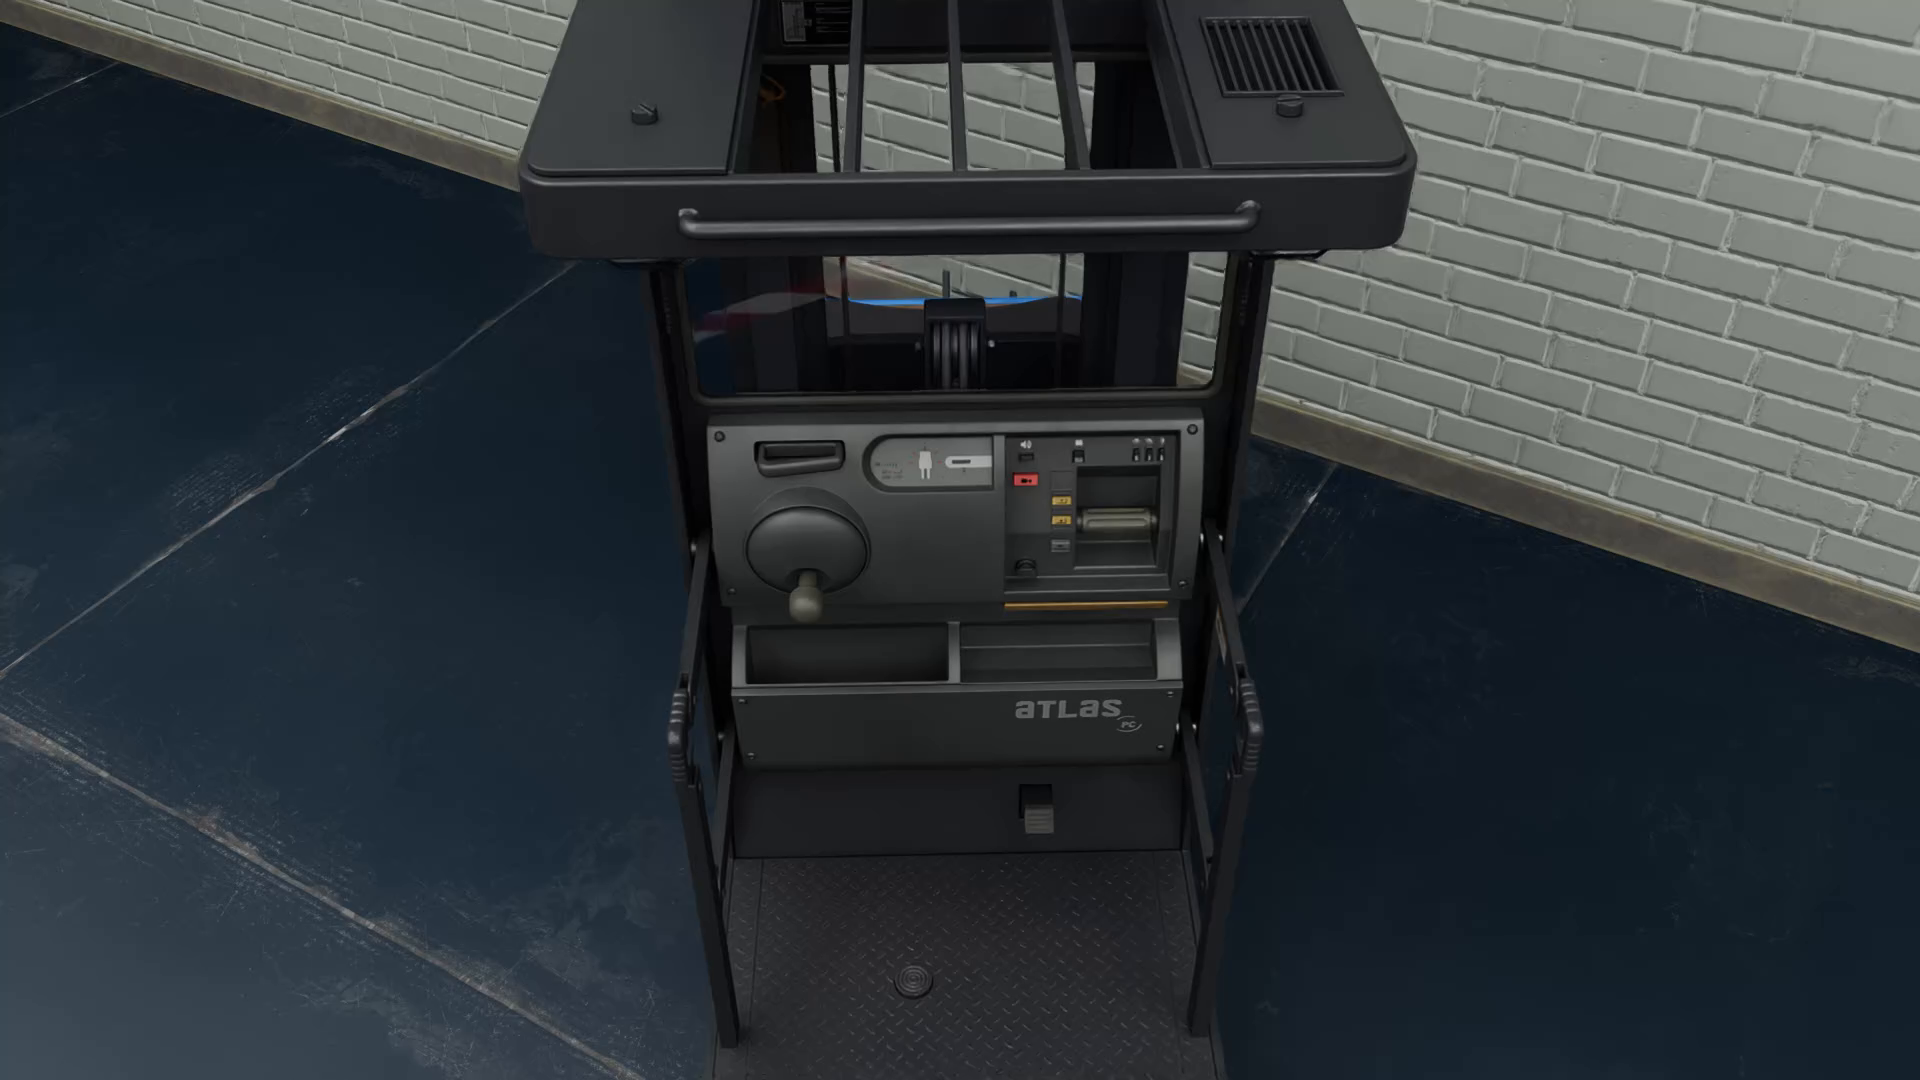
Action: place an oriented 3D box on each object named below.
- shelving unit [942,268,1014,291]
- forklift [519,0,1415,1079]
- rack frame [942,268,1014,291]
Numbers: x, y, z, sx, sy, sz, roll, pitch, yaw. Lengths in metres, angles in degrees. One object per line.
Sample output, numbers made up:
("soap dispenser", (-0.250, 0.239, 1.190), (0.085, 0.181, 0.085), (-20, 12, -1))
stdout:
("shelving unit", (0.004, -0.342, 4.958), (0.258, 0.900, 0.210), (21, 45, 22))
("forklift", (0.001, 0.025, 3.004), (1.130, 2.935, 3.031), (-1, 41, -1))
("rack frame", (0.055, -0.401, 5.024), (0.240, 0.900, 0.006), (21, 45, 22))
